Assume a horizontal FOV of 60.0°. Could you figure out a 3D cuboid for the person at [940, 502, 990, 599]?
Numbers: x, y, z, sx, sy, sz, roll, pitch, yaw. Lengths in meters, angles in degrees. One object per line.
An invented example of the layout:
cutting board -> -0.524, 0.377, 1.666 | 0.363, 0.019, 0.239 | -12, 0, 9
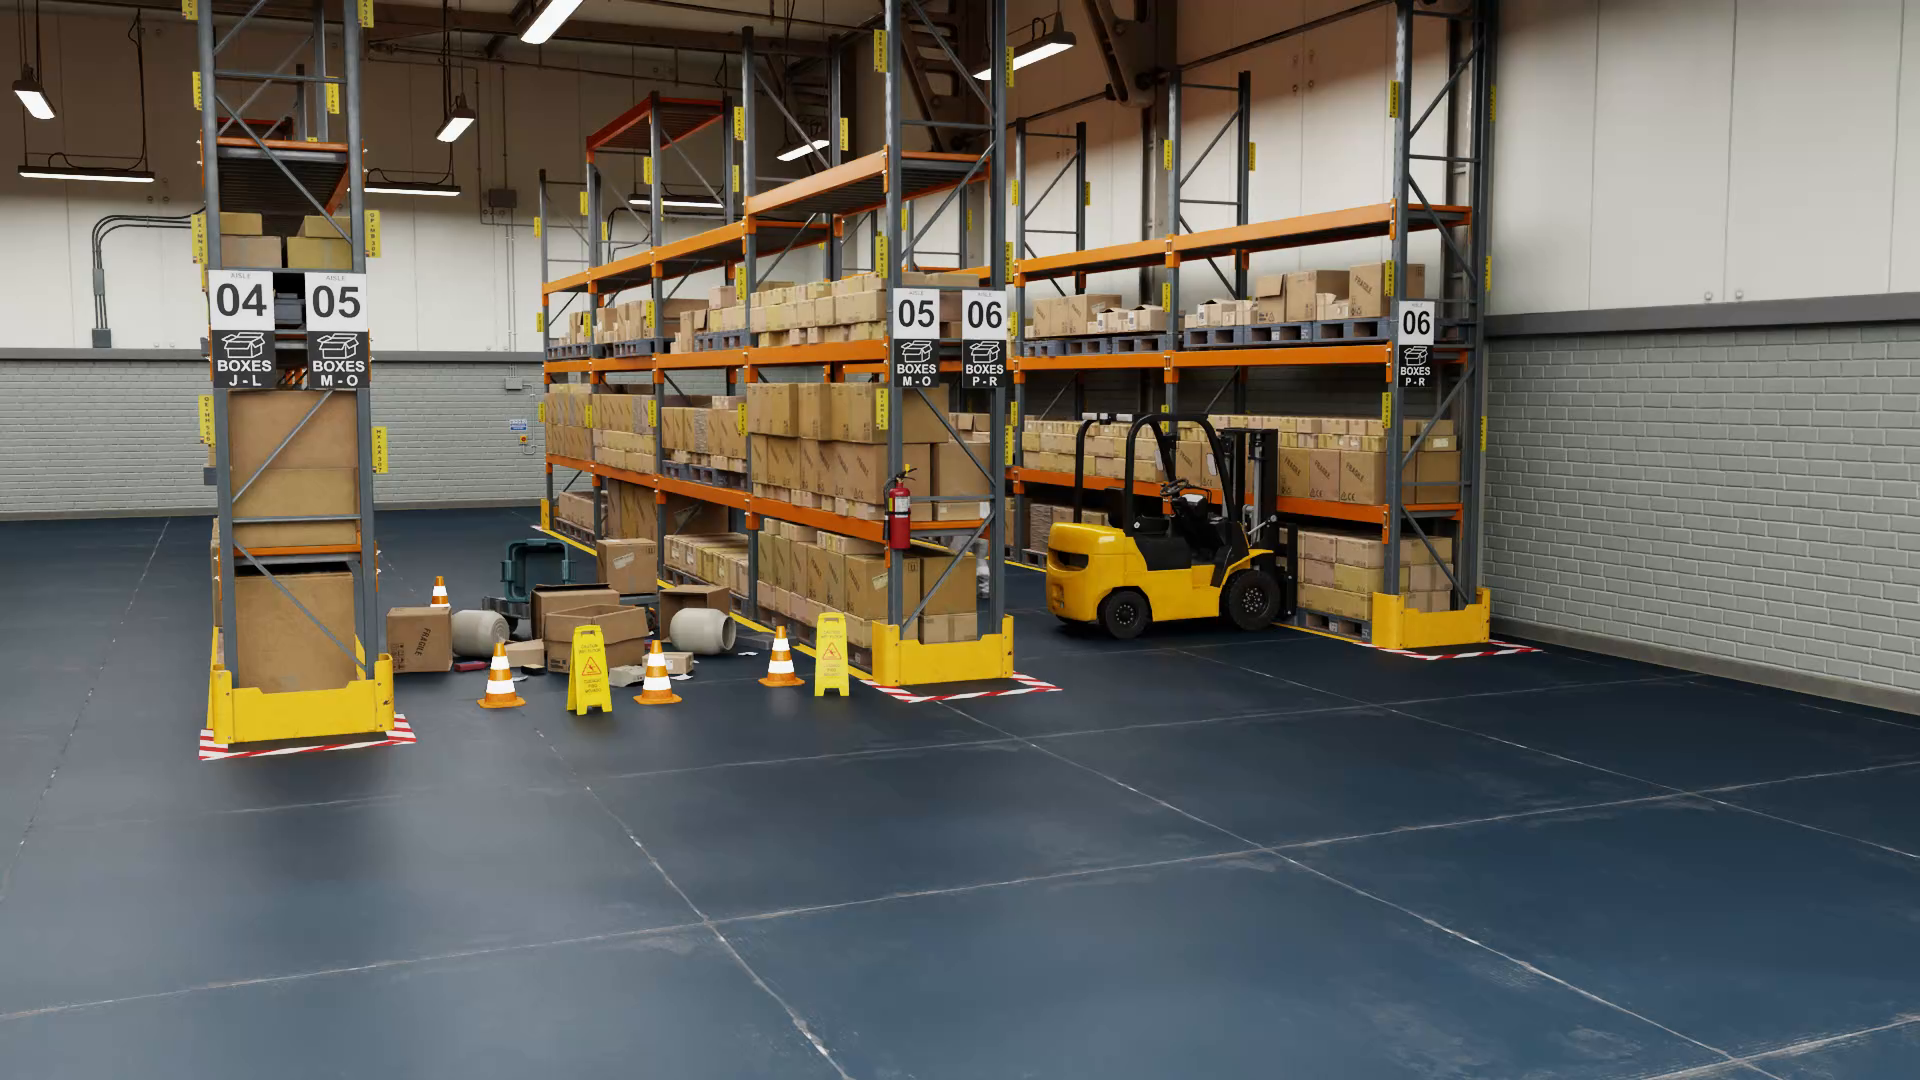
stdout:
person -> 0.075, -0.079, 18.979 | 0.581, 1.500, 0.711 | -2, 6, -23
